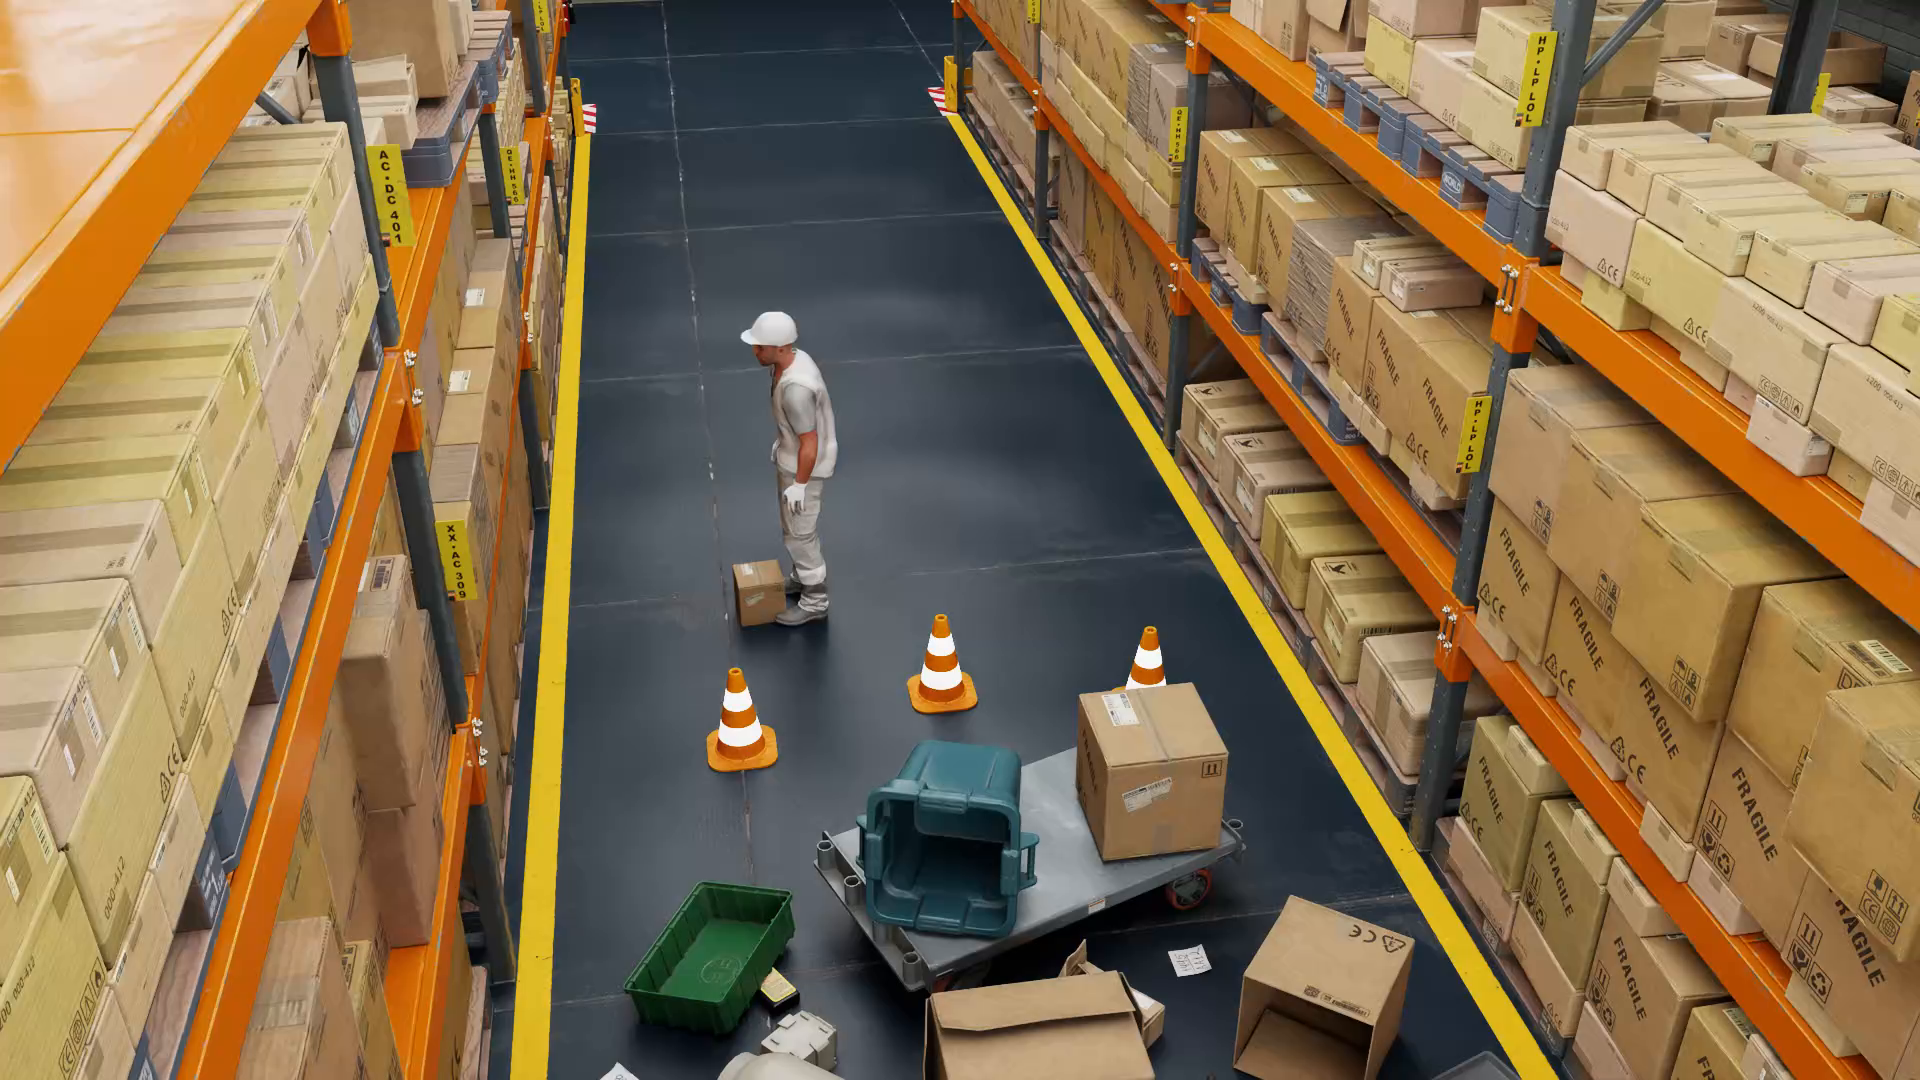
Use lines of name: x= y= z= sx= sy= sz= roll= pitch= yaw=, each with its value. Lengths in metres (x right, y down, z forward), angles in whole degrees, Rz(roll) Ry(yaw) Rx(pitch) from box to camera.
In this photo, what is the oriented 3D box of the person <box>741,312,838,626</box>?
person: x=-0.879 y=-0.386 z=8.773 sx=0.454 sy=1.779 sz=0.620 roll=-6 pitch=31 yaw=-10
